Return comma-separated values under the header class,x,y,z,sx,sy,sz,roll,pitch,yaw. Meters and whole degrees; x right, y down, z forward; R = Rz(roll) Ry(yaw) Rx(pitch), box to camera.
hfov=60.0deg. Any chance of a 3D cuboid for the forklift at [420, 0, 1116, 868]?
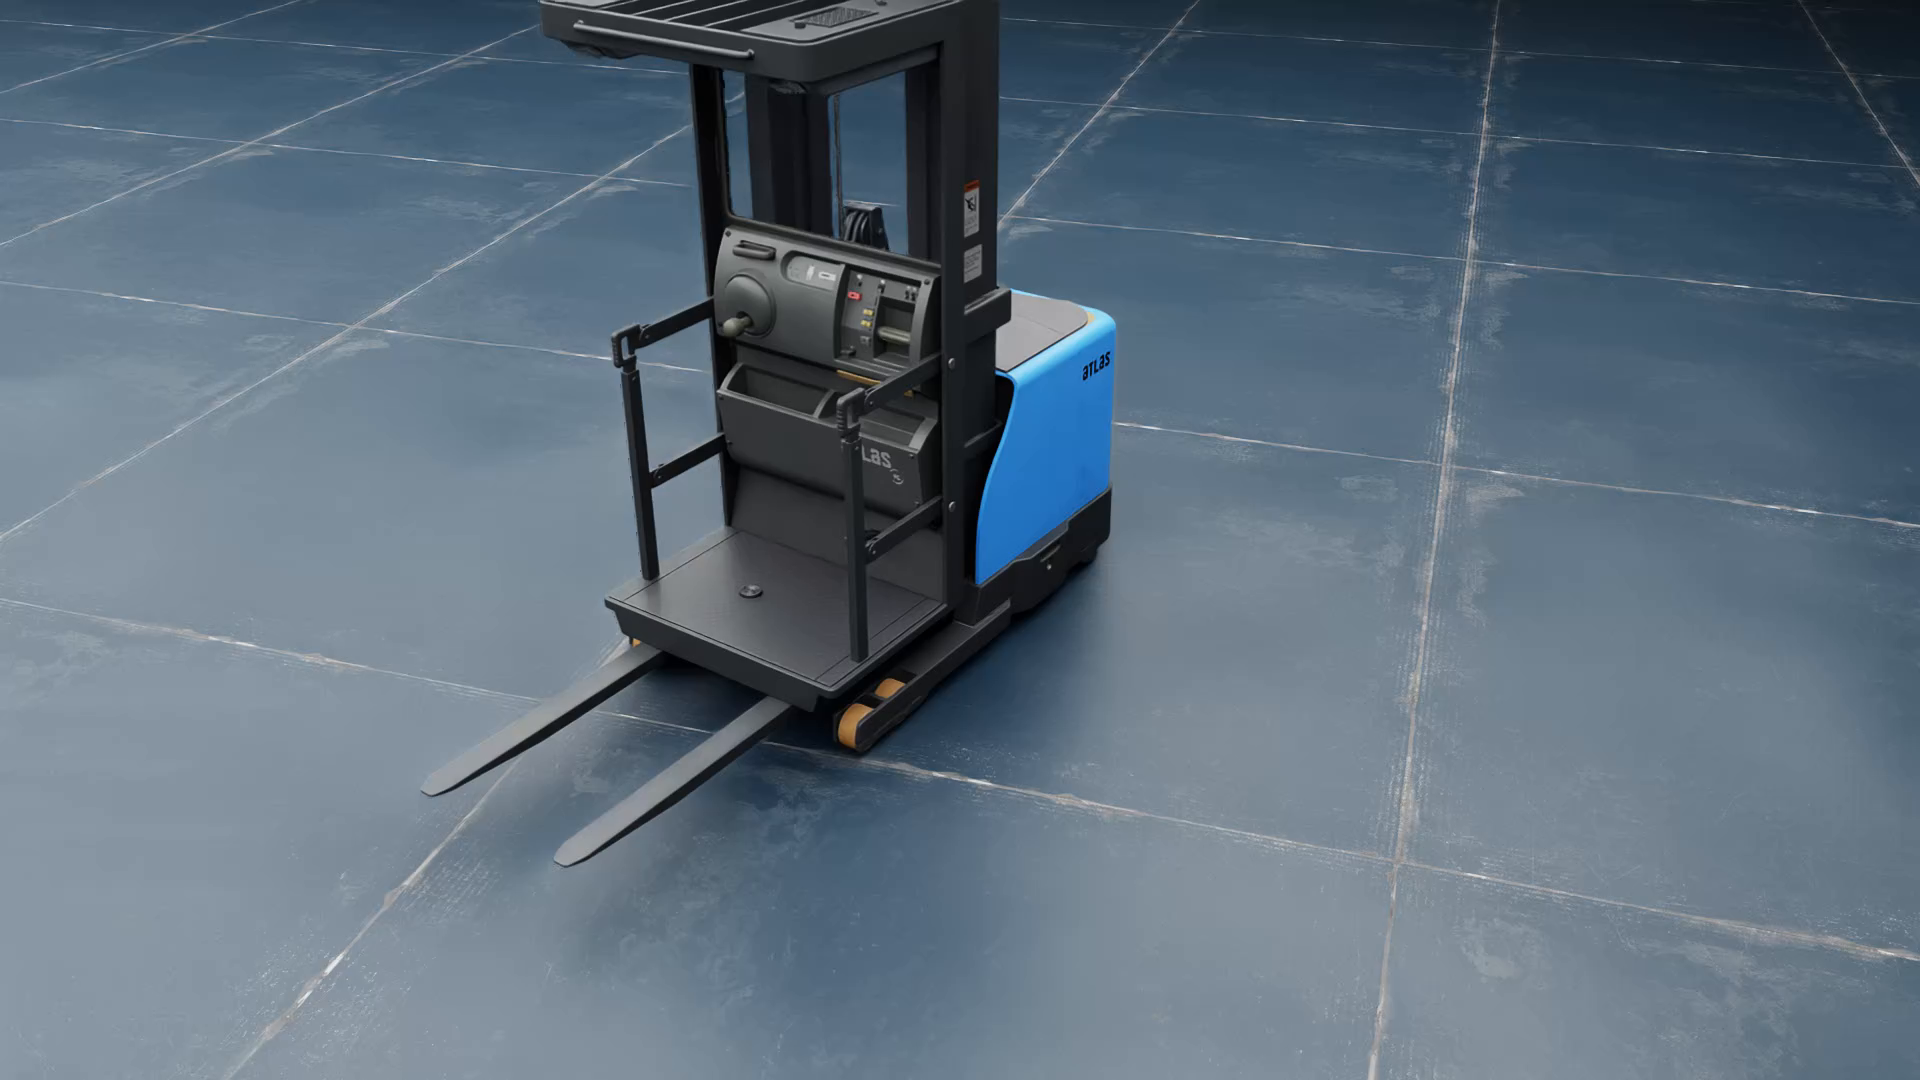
class,x,y,z,sx,sy,sz,roll,pitch,yaw
forklift,-0.606,-0.797,5.668,1.130,2.935,3.031,18,34,30
